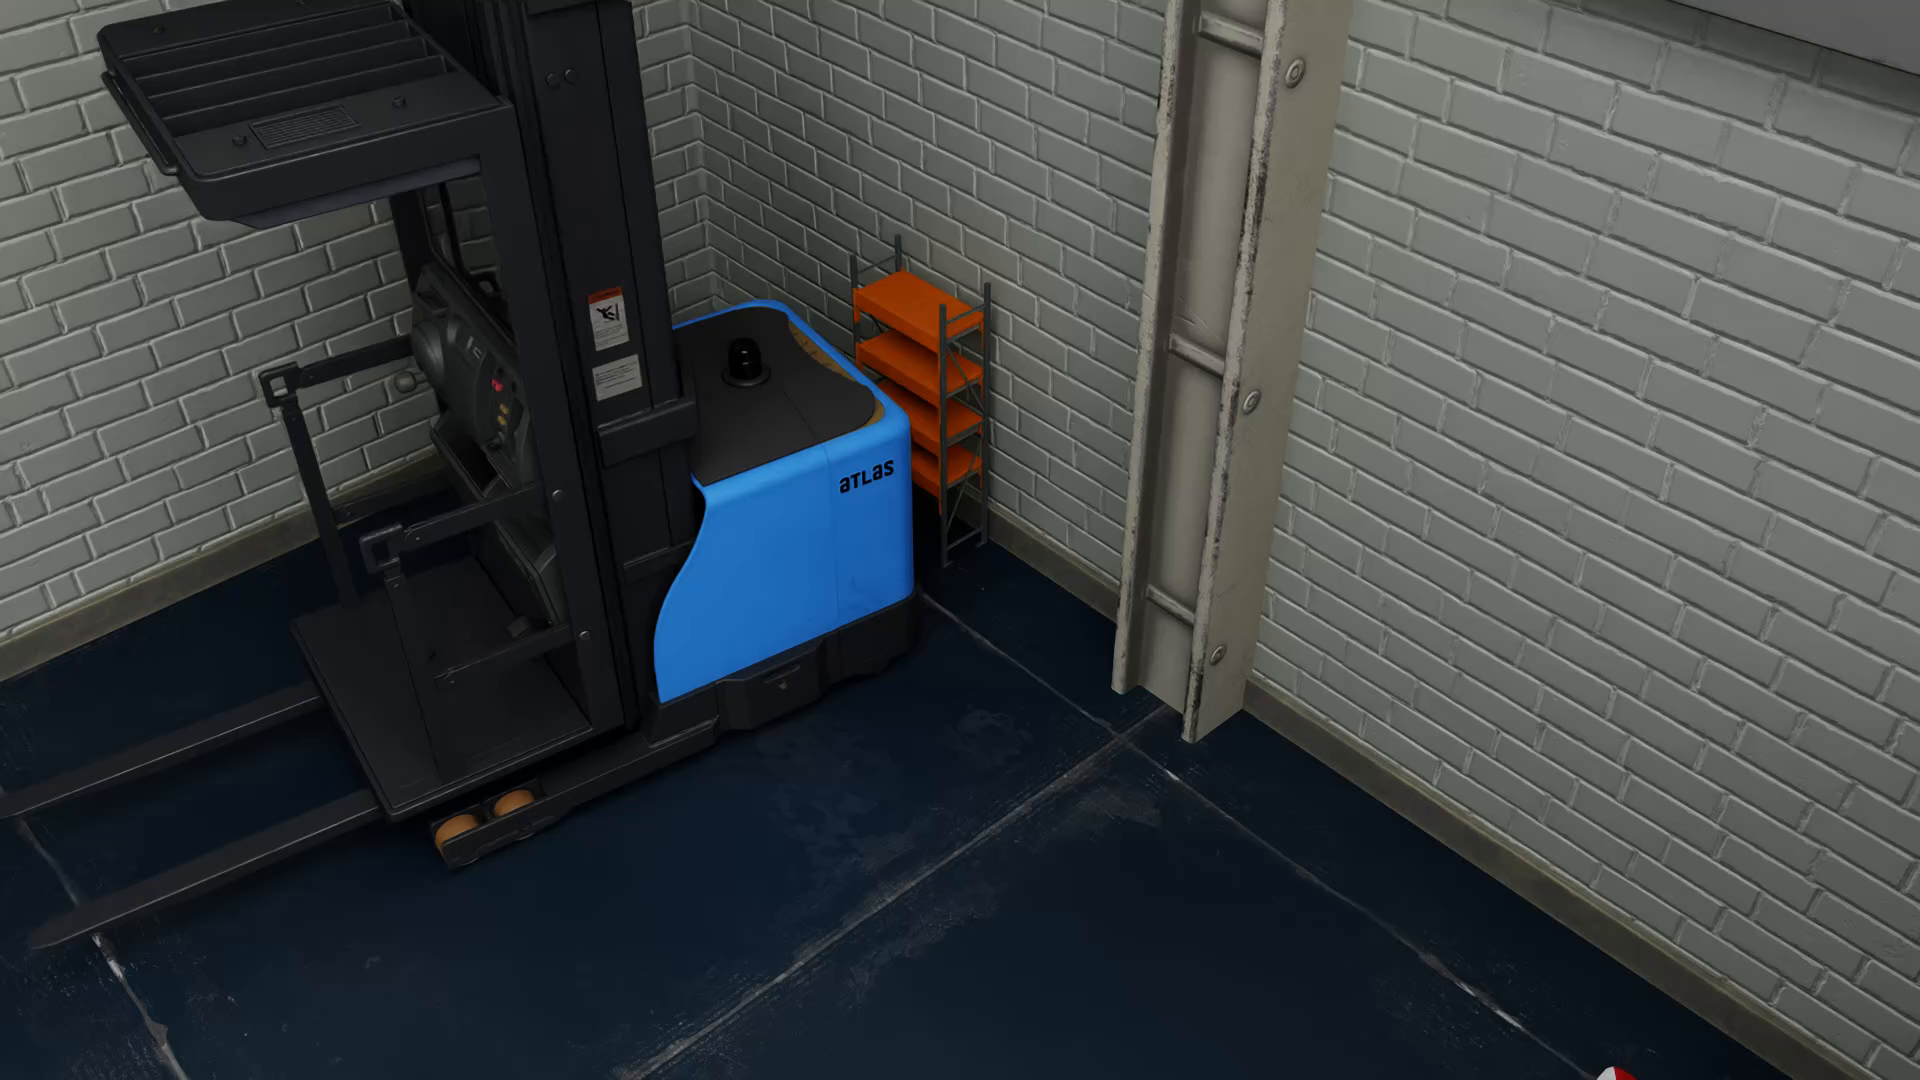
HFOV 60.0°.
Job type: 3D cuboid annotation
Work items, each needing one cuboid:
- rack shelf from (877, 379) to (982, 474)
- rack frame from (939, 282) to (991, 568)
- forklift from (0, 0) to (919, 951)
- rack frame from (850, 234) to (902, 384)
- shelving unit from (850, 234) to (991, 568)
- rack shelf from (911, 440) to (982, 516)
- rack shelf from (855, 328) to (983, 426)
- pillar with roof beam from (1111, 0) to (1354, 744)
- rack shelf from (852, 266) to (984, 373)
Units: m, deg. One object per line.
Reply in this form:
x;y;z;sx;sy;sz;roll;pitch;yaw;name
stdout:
-0.149;-0.469;6.482;0.258;0.148;0.480;-30;48;-32;rack shelf
0.018;-0.409;6.302;0.240;1.200;0.015;-30;48;-32;rack frame
-1.662;-0.459;4.986;3.031;2.935;1.130;-23;44;-25;forklift
-0.315;-0.633;6.579;0.240;1.200;0.015;-30;48;-32;rack frame
-0.149;-0.521;6.440;0.258;1.200;0.503;-30;48;-32;shelving unit
-0.149;-0.314;6.607;0.258;0.148;0.480;-30;48;-32;rack shelf
-0.148;-0.643;6.342;0.258;0.148;0.480;-30;48;-32;rack shelf
-2.375;-1.107;0.959;9.100;9.000;0.400;-30;48;-32;pillar with roof beam
-0.148;-0.827;6.194;0.258;0.148;0.480;-30;48;-32;rack shelf
